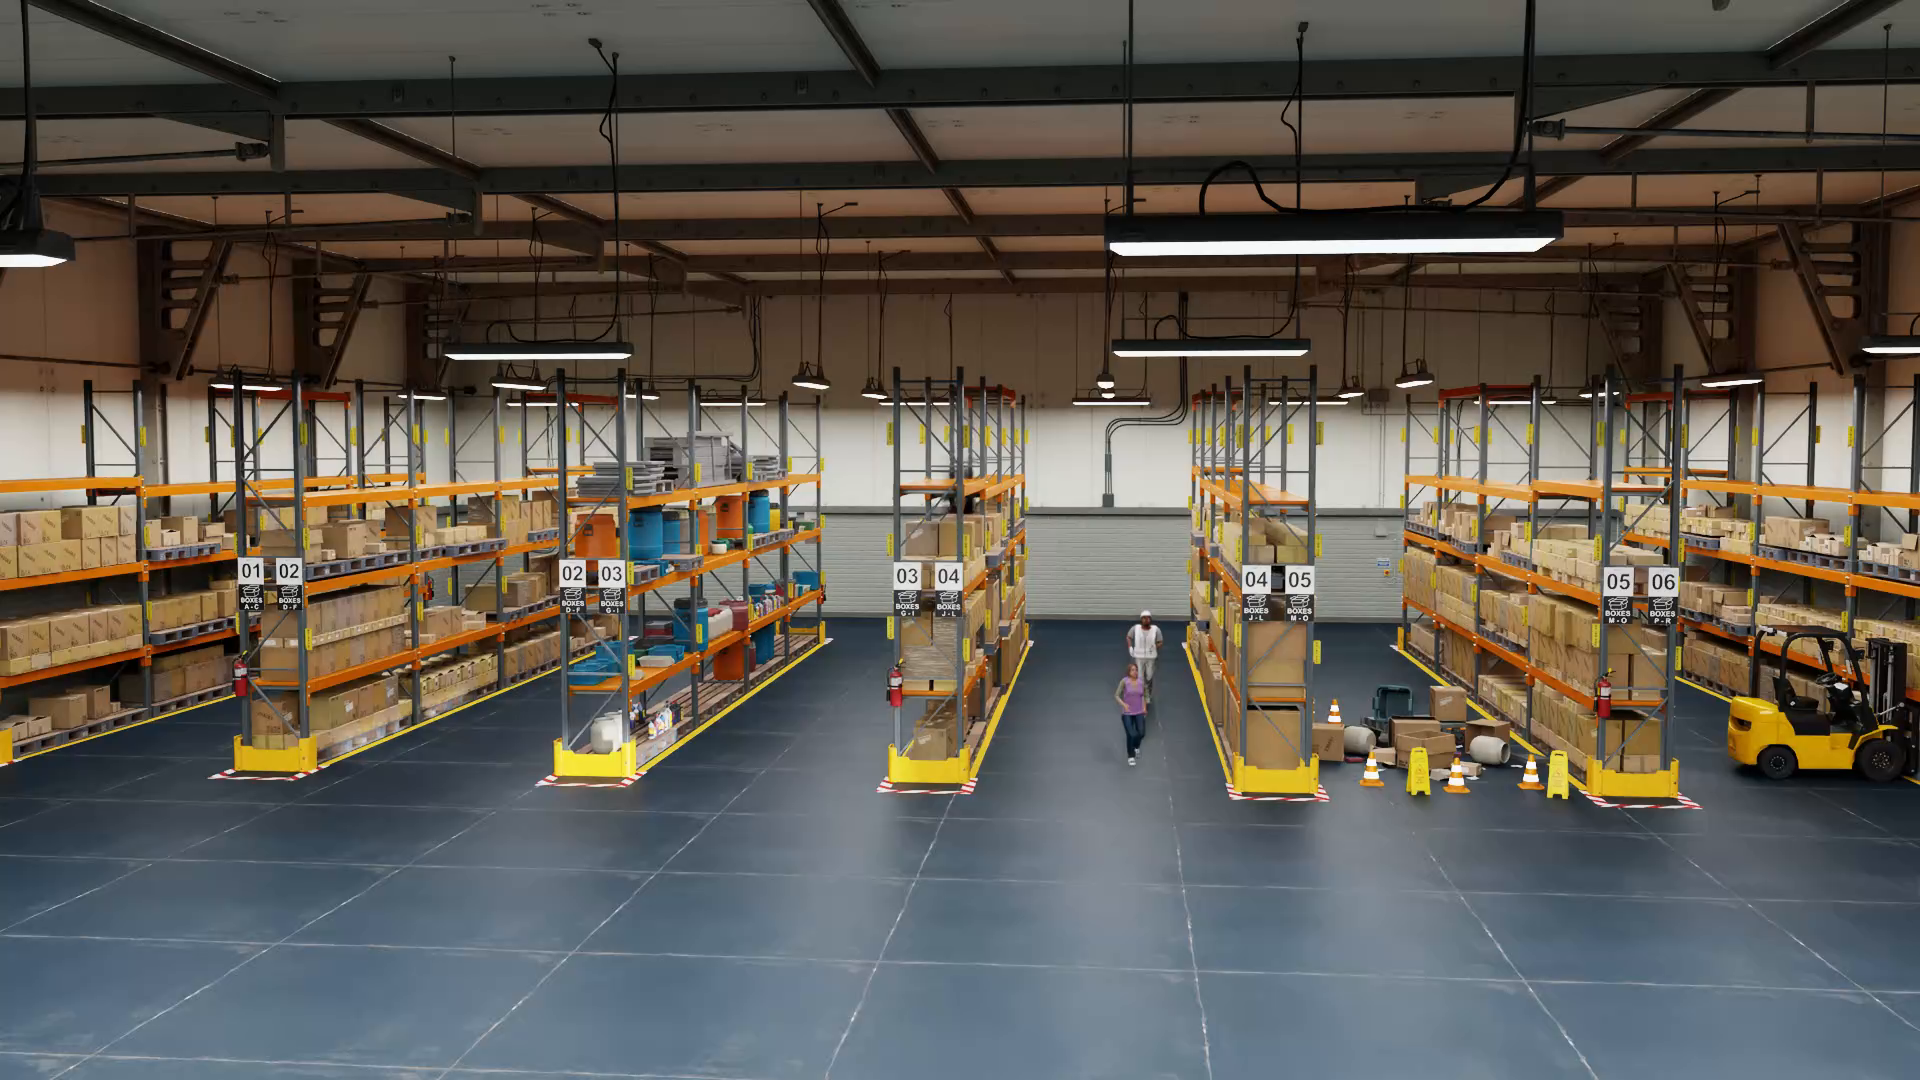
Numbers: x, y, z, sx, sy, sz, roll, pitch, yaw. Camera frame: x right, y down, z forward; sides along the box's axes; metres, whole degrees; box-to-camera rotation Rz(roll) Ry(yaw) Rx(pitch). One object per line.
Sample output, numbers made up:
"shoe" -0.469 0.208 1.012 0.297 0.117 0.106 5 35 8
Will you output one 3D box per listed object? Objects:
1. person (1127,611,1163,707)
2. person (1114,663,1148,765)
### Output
"person" 3.421 2.225 30.748 0.668 1.842 0.654 0 4 4
"person" 2.625 2.647 25.308 0.553 1.563 0.533 0 4 -7
